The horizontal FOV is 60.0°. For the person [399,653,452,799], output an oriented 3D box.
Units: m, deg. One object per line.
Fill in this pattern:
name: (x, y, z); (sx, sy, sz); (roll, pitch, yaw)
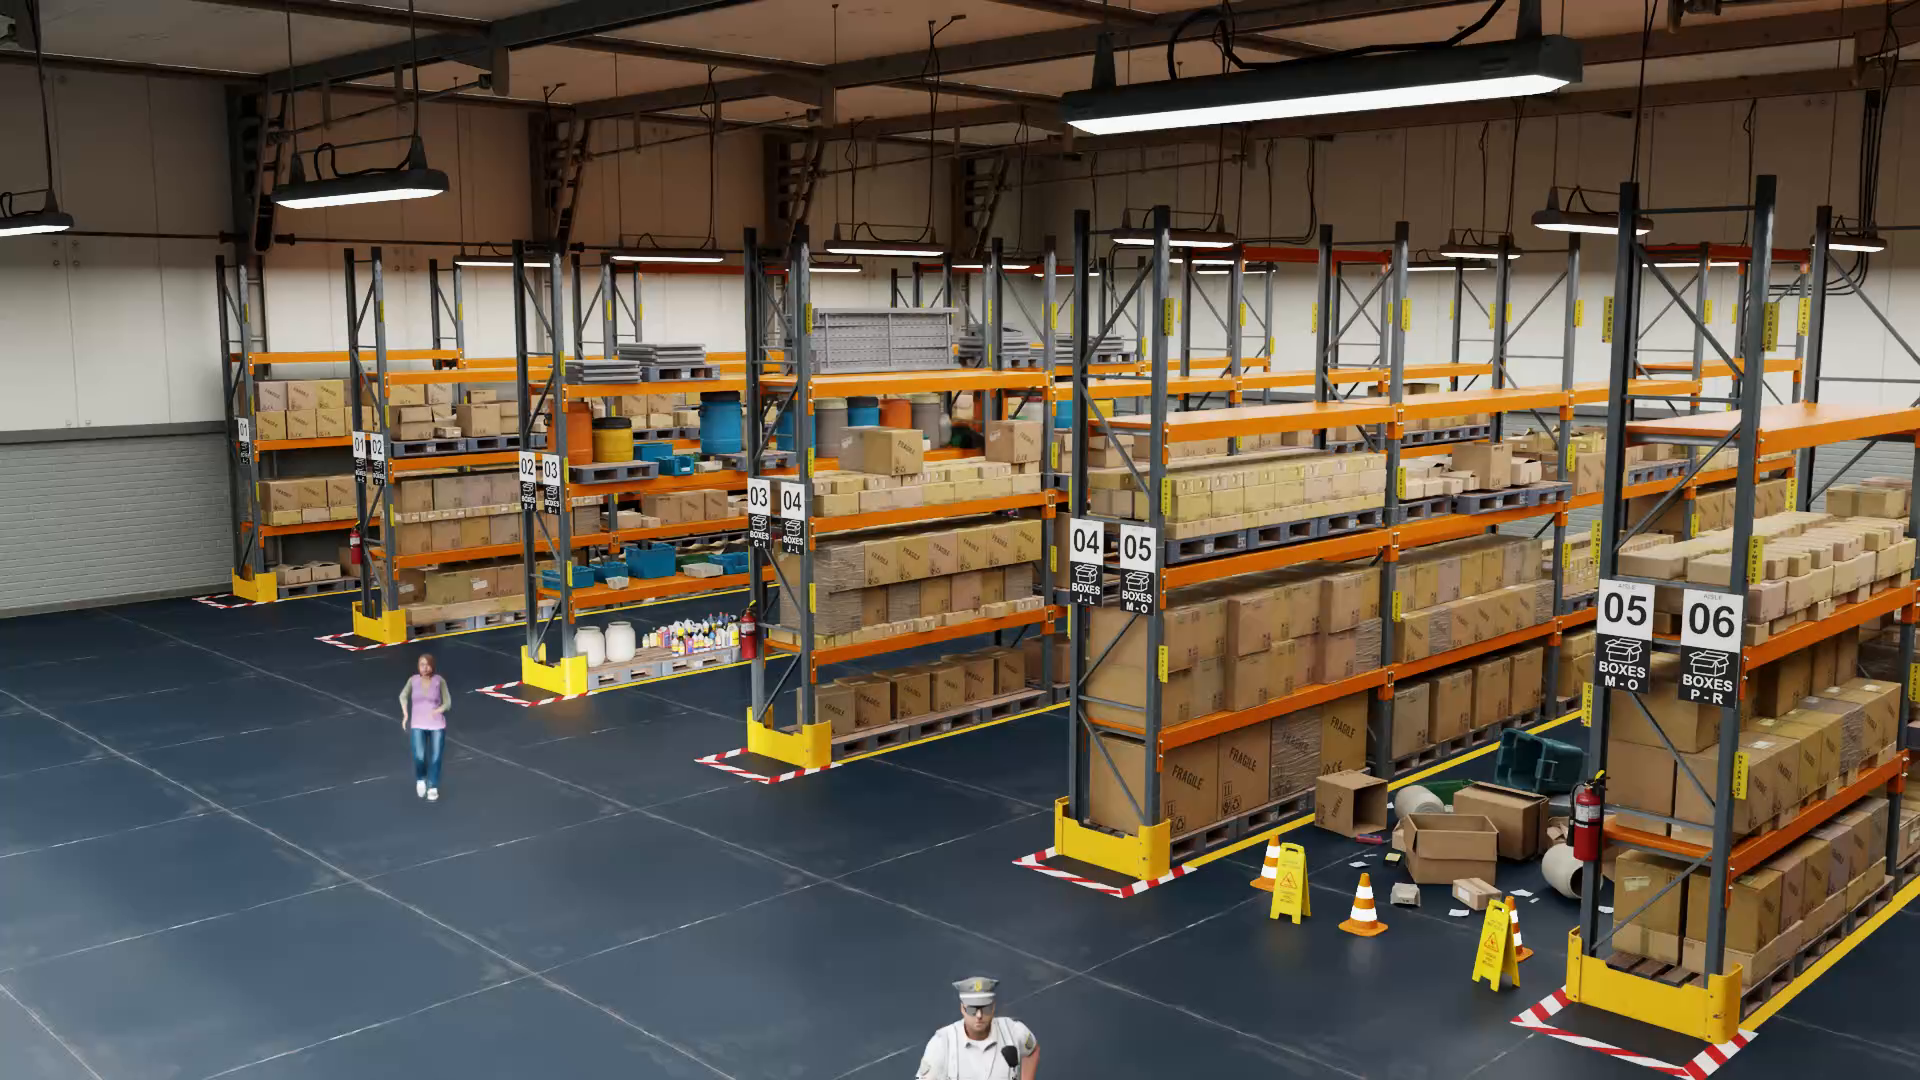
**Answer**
person: (-5.527, 1.956, 17.228); (0.522, 1.564, 0.591); (-2, 8, -16)

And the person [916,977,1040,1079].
person: (0.096, 3.106, 8.553); (0.643, 1.848, 0.819); (0, 8, 0)
